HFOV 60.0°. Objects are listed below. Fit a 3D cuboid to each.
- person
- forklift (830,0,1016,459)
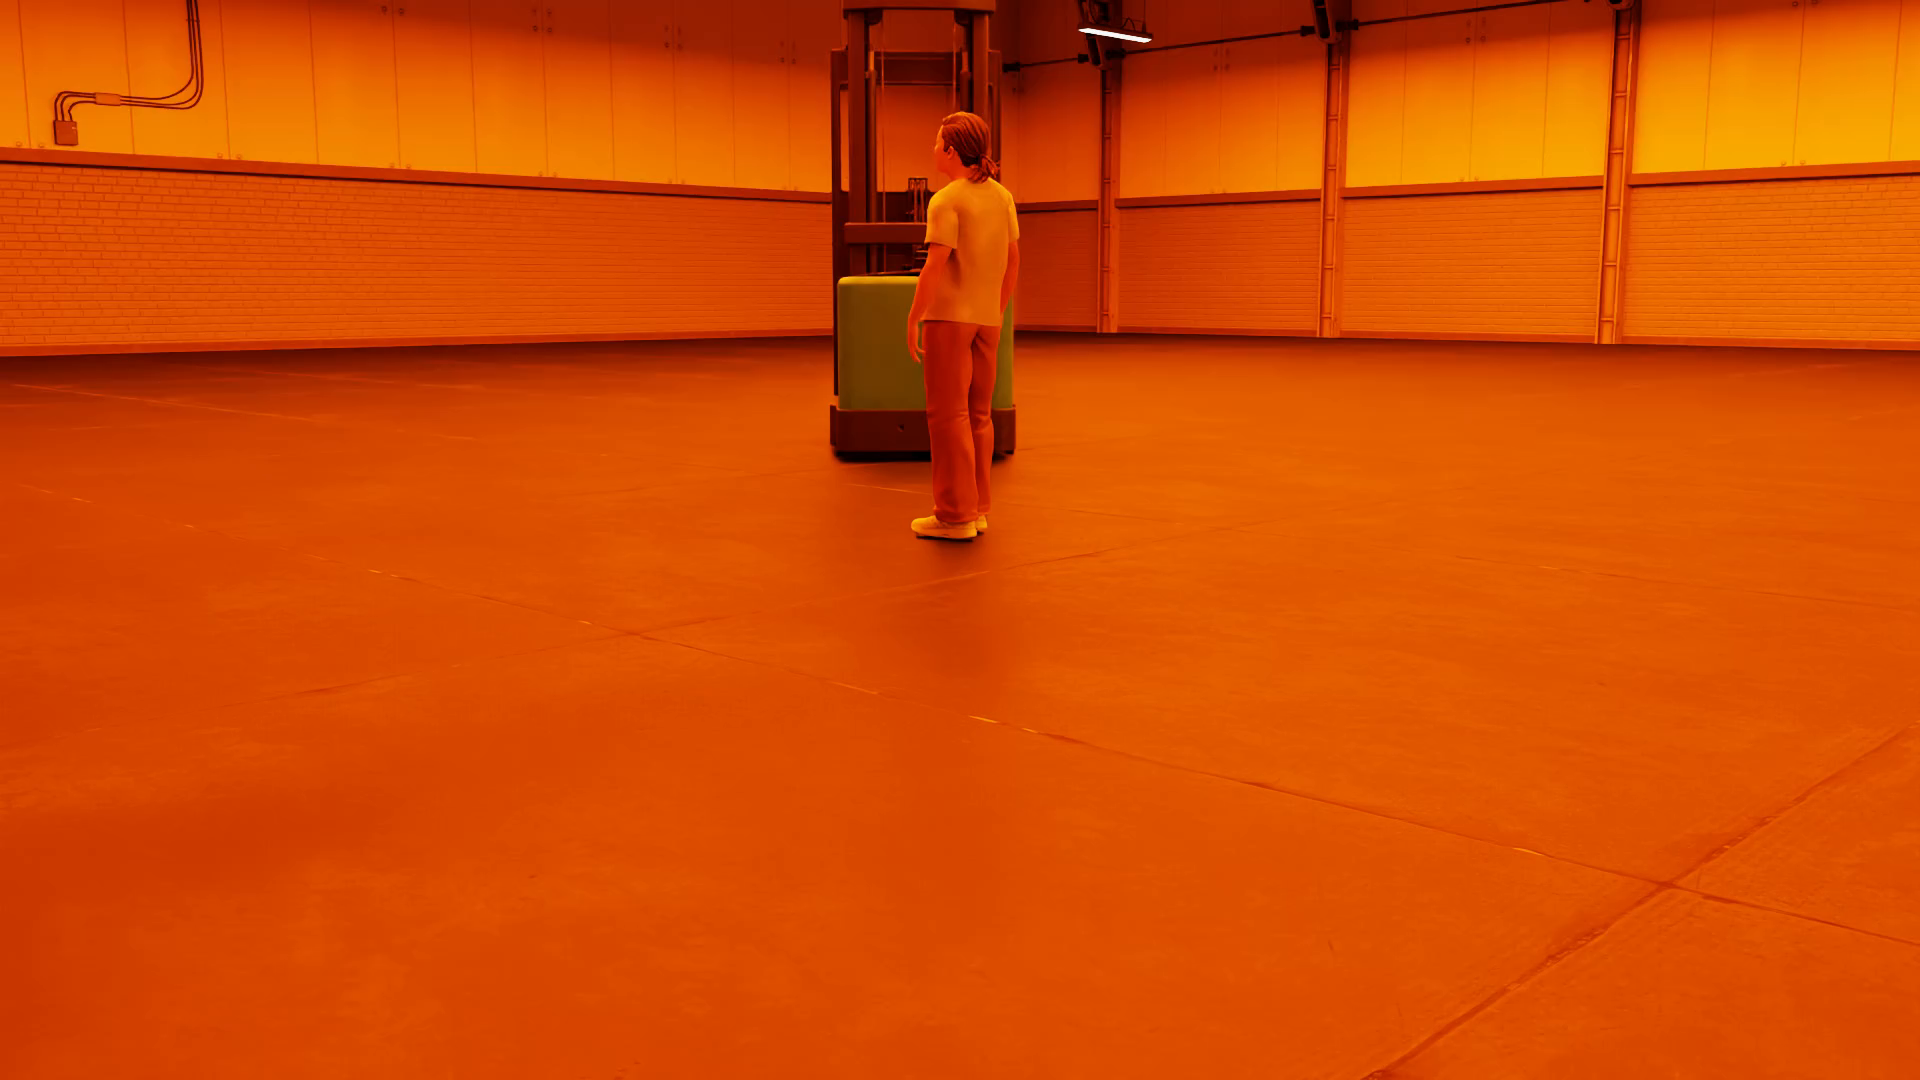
[{"bbox_3d":[-0.045,-0.845,6.651,0.548,1.673,0.553,8,12,43],"label":"person"},{"bbox_3d":[-0.299,-2.118,10.940,1.130,2.935,3.031,-1,9,-4],"label":"forklift"}]
